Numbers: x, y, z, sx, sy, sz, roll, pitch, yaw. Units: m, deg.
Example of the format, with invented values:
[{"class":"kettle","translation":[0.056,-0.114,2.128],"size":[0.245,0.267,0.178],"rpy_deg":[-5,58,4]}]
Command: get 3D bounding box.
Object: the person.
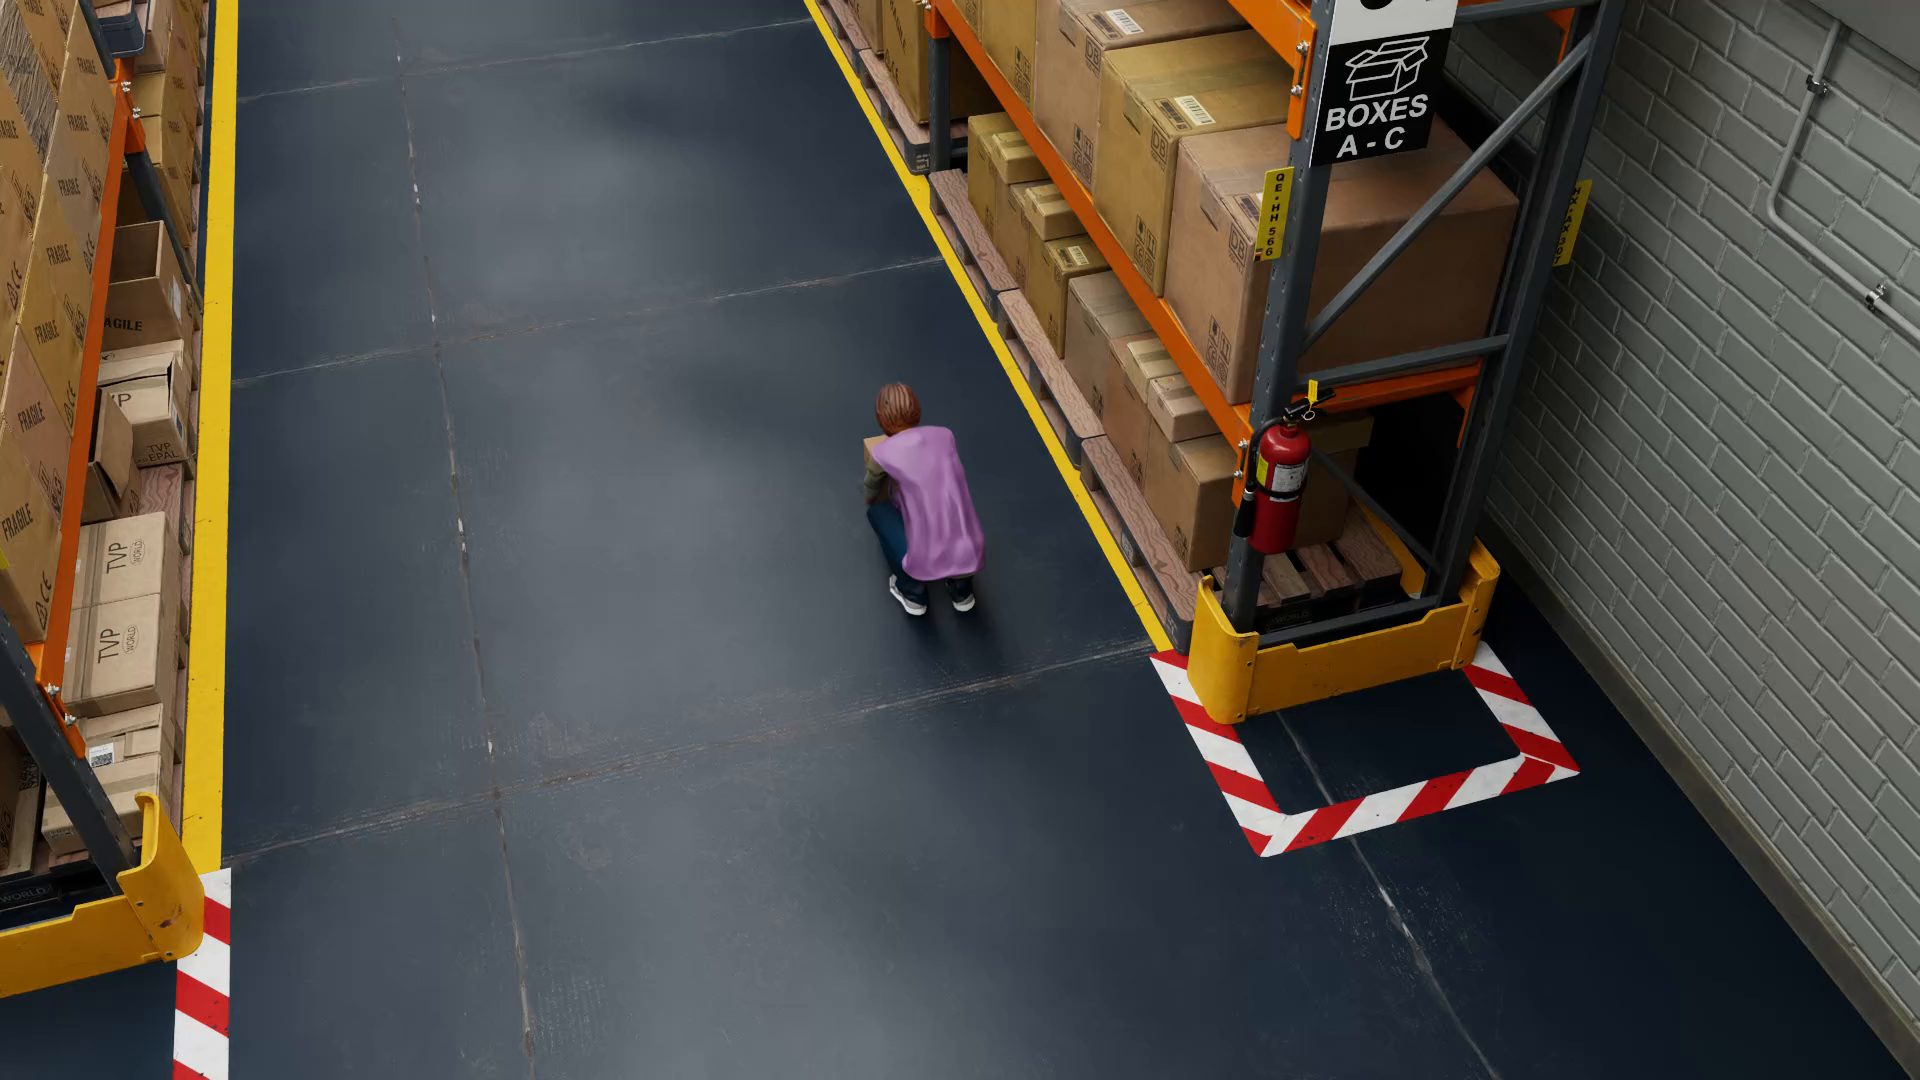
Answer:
[{"class":"person","translation":[-0.145,-0.158,6.870],"size":[0.434,0.884,0.801],"rpy_deg":[-12,44,-13]}]
